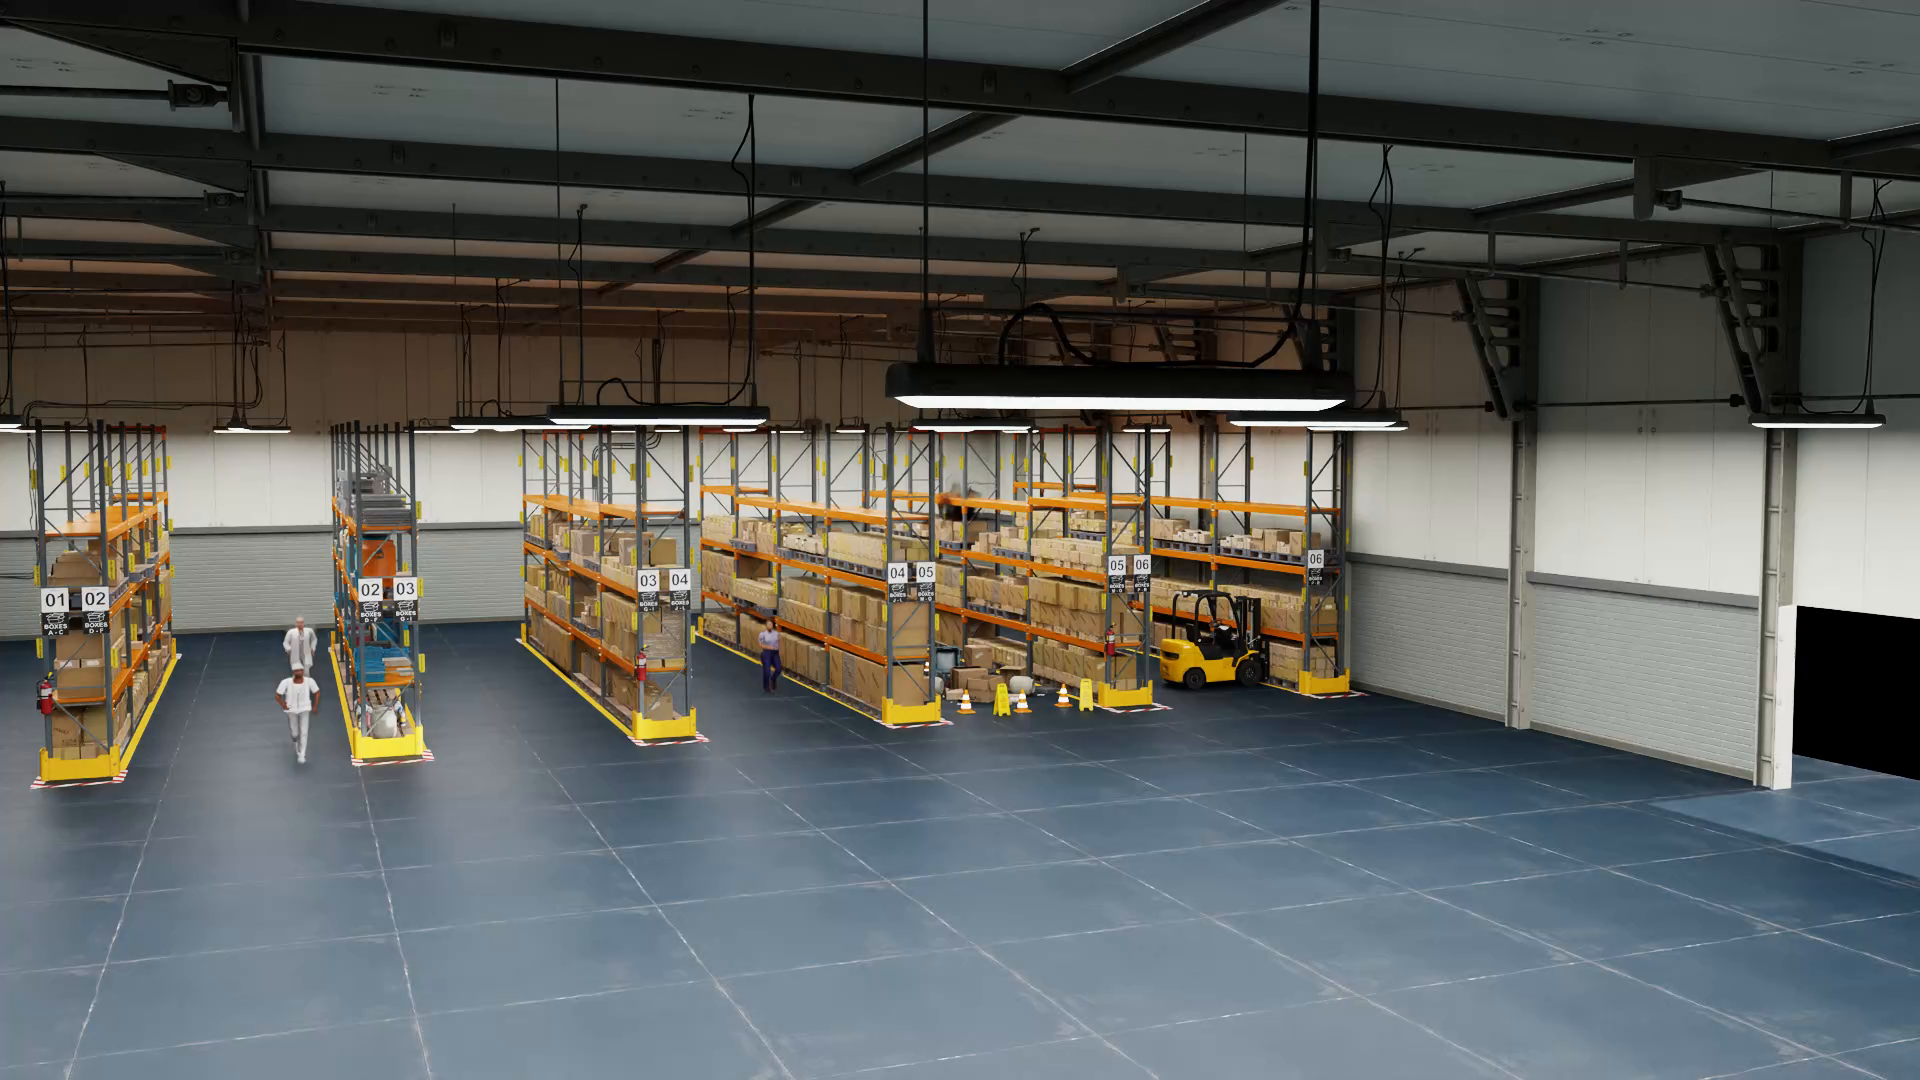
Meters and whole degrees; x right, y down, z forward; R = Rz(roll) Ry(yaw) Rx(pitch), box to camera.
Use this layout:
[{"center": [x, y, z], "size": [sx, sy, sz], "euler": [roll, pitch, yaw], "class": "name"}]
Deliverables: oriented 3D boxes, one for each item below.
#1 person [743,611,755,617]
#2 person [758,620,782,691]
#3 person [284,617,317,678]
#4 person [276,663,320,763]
[{"center": [-6.208, 1.817, 49.174], "size": [0.676, 1.740, 0.656], "euler": [1, 4, 18], "class": "person"}, {"center": [-4.218, 2.590, 37.118], "size": [0.581, 1.609, 0.601], "euler": [-2, 4, -27], "class": "person"}, {"center": [-14.543, 2.549, 36.693], "size": [0.702, 1.712, 0.846], "euler": [-2, 4, -26], "class": "person"}, {"center": [-11.699, 3.033, 29.402], "size": [0.738, 1.747, 0.682], "euler": [-1, 4, -22], "class": "person"}]
